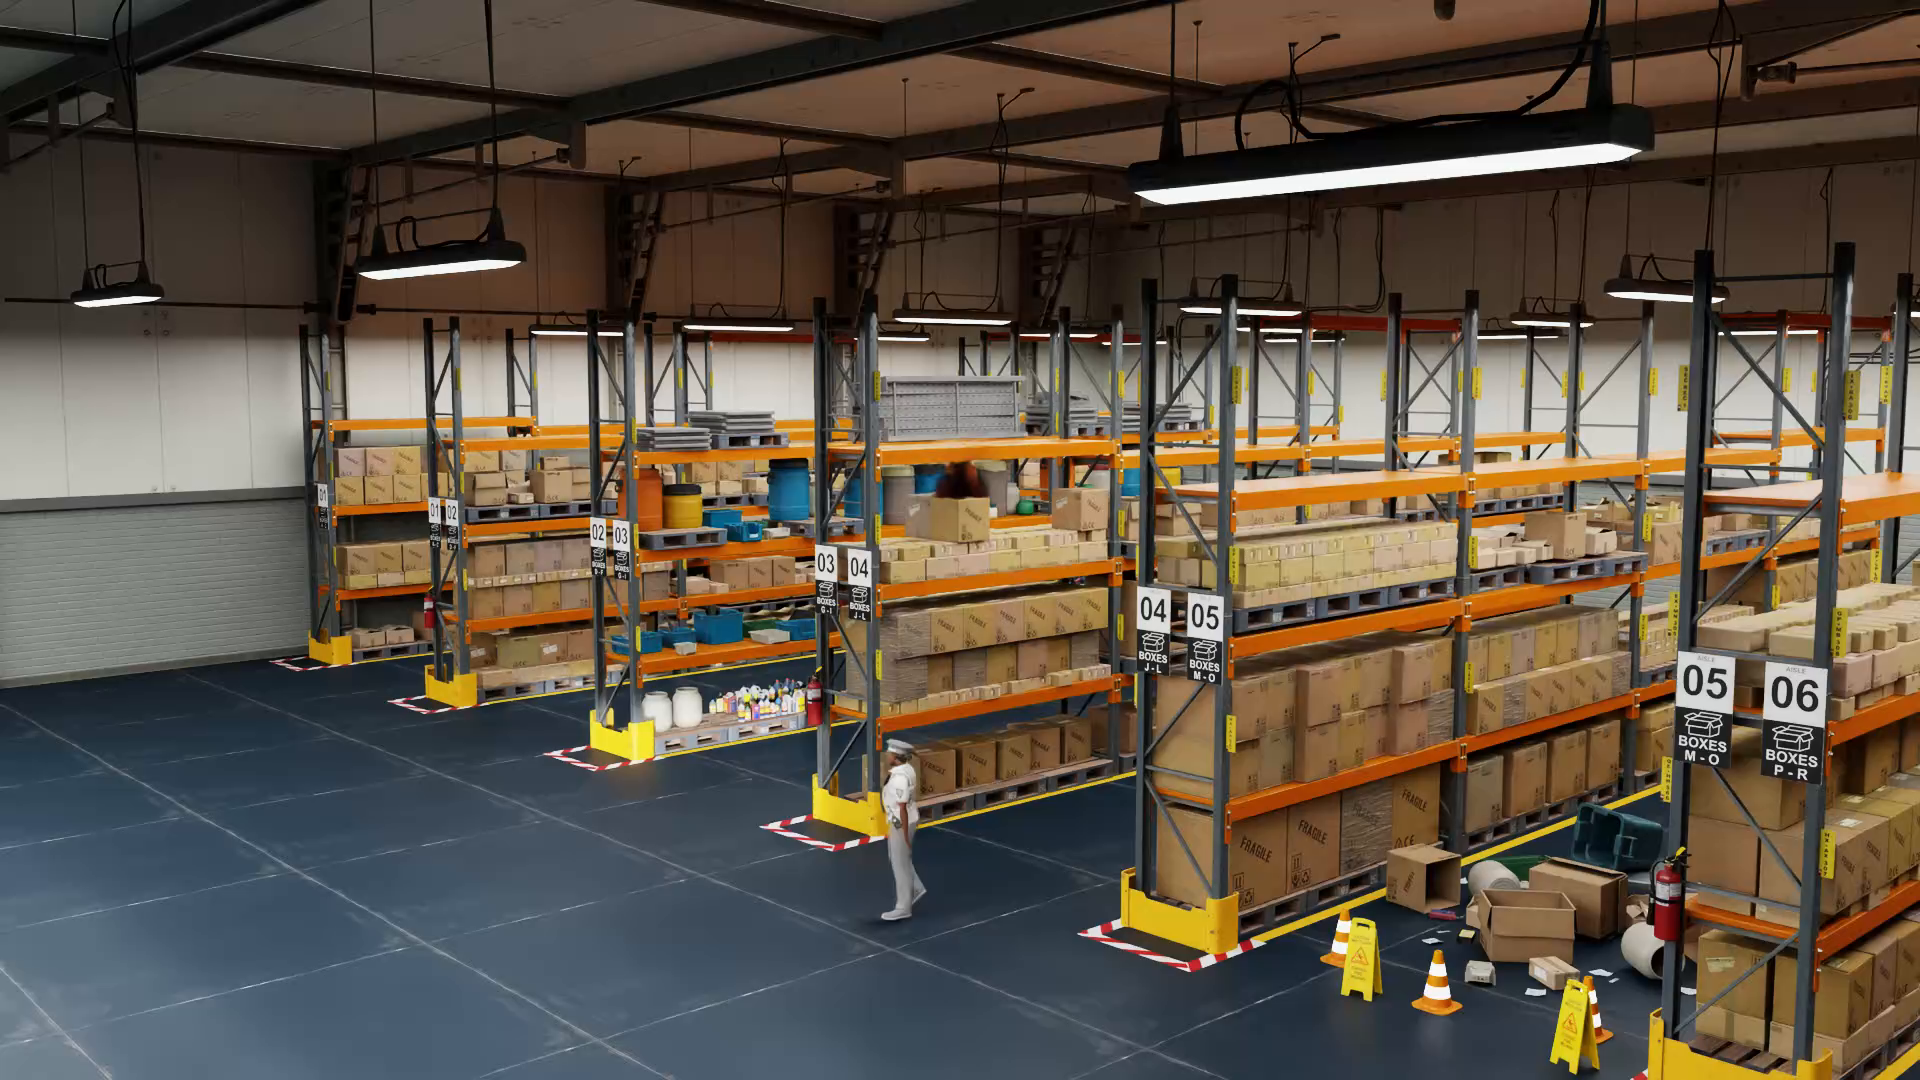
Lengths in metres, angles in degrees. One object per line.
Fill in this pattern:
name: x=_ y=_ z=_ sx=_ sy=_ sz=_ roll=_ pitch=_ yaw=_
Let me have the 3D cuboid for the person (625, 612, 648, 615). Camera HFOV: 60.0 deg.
person: x=-6.072 y=1.183 z=30.794 sx=0.733 sy=1.727 sz=1.128 roll=5 pitch=7 yaw=39

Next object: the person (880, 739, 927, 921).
person: x=-0.538 y=2.731 z=15.819 sx=0.408 sy=1.689 sz=0.566 roll=1 pitch=6 yaw=6
